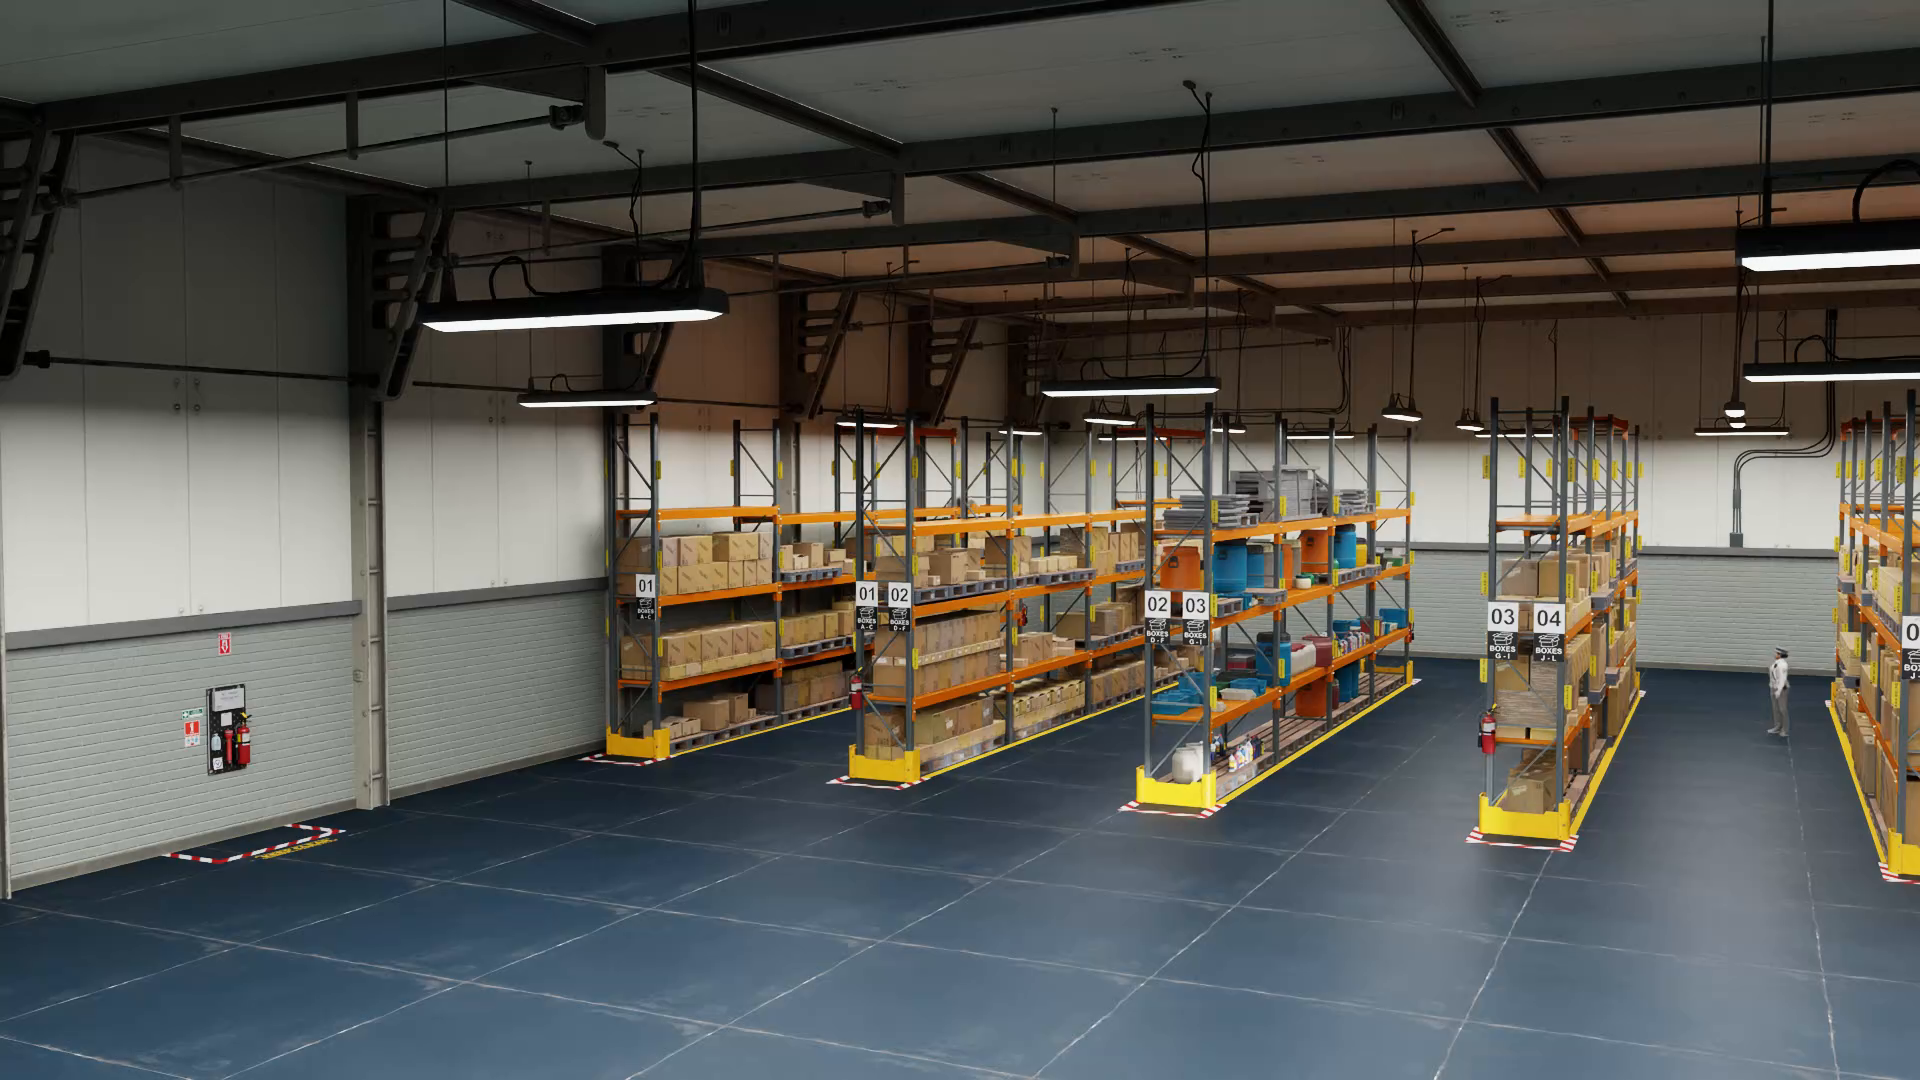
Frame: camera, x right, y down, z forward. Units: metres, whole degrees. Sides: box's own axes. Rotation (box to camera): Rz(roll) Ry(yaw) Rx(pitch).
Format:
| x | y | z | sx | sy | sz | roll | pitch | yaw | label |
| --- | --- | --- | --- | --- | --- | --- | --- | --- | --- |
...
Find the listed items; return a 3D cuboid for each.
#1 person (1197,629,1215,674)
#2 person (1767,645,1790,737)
| x | y | z | sx | sy | sz | roll | pitch | yaw | label |
| --- | --- | --- | --- | --- | --- | --- | --- | --- | --- |
| 5.661 | 2.576 | 38.169 | 0.421 | 1.729 | 0.567 | 0 | 2 | -8 | person |
| 15.485 | 2.857 | 31.454 | 0.369 | 1.724 | 0.492 | 0 | 2 | -6 | person |
